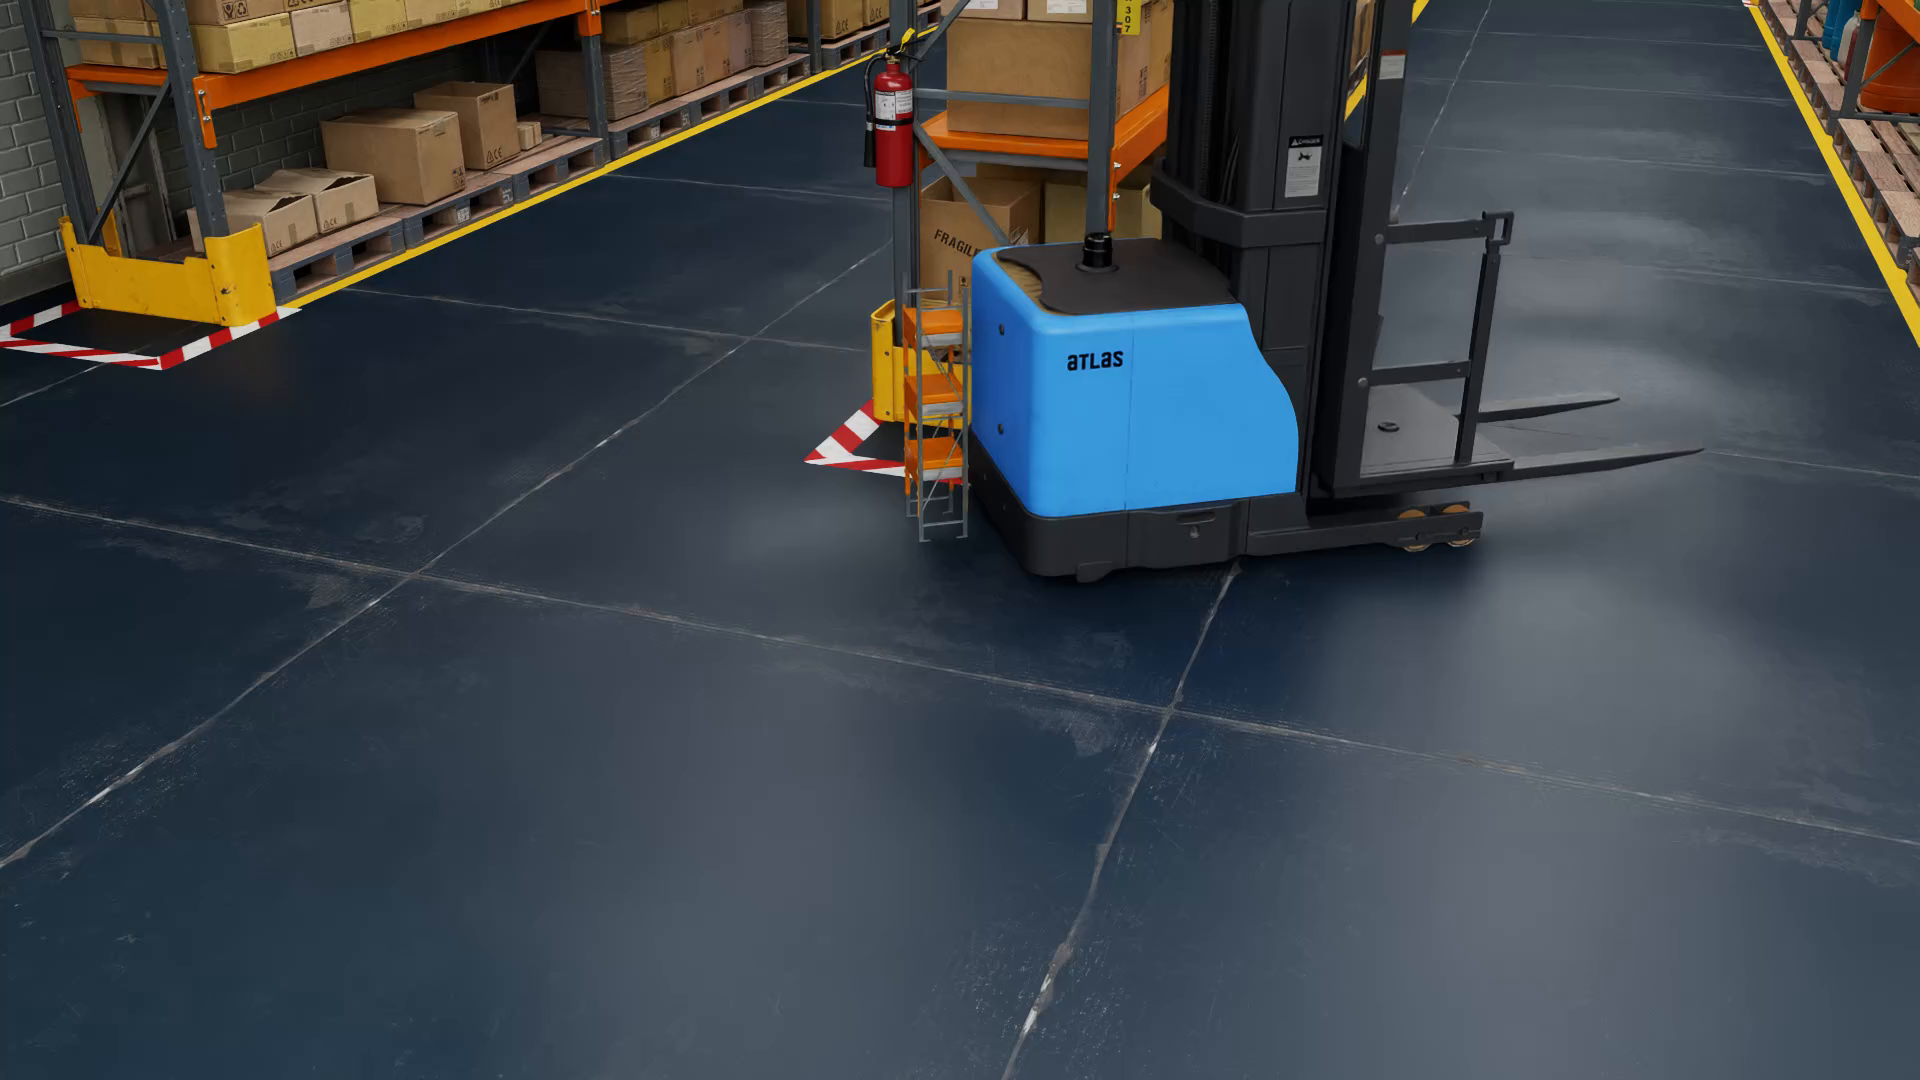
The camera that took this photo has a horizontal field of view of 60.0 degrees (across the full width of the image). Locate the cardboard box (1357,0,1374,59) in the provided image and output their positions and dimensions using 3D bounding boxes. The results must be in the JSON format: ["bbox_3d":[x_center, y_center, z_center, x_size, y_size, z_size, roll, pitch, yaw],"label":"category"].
[{"bbox_3d":[3.607,-4.854,15.696,0.500,0.500,0.500,8,27,17],"label":"cardboard box"}]

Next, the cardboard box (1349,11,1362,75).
[{"bbox_3d":[3.266,-4.432,14.826,0.500,0.500,0.500,10,28,20],"label":"cardboard box"}]

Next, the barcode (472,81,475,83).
[{"bbox_3d":[-3.564,-3.317,12.155,0.001,0.075,0.075,9,27,17],"label":"barcode"}]

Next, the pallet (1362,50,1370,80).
[{"bbox_3d":[3.537,-4.760,16.338,1.003,0.211,1.213,9,27,17],"label":"pallet"}]

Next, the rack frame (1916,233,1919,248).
[{"bbox_3d":[6.184,-2.850,9.195,1.000,3.000,0.127,9,27,17],"label":"rack frame"}]

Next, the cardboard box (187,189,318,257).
[{"bbox_3d":[-4.174,-1.902,9.817,0.500,0.311,0.500,6,26,12],"label":"cardboard box"}]

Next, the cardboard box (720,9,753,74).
[{"bbox_3d":[-2.299,-4.505,14.977,0.700,0.500,0.500,9,27,17],"label":"cardboard box"}]

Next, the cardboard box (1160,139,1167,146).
[{"bbox_3d":[1.073,-2.019,9.292,0.500,0.500,0.500,9,27,17],"label":"cardboard box"}]

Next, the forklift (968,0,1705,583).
[{"bbox_3d":[1.609,-1.487,6.459,3.031,2.935,1.130,-6,27,-13],"label":"forklift"}]

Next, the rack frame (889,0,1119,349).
[{"bbox_3d":[0.183,-1.926,7.286,1.000,3.000,0.127,9,27,17],"label":"rack frame"}]

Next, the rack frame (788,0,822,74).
[{"bbox_3d":[-1.827,-5.931,15.557,1.000,3.000,0.127,9,27,17],"label":"rack frame"}]

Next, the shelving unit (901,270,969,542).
[{"bbox_3d":[-0.098,-0.526,6.633,0.215,1.050,0.252,-6,27,-13],"label":"shelving unit"}]

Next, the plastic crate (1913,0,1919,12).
[{"bbox_3d":[6.497,-3.511,10.803,0.450,0.188,0.662,9,27,17],"label":"plastic crate"}]

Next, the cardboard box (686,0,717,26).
[{"bbox_3d":[-2.433,-4.600,14.313,0.500,0.250,0.500,9,27,17],"label":"cardboard box"}]

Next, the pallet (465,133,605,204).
[{"bbox_3d":[-3.349,-2.751,12.189,1.003,0.211,1.213,9,27,17],"label":"pallet"}]

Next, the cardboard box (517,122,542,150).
[{"bbox_3d":[-3.308,-2.985,12.220,0.380,0.166,0.250,5,26,11],"label":"cardboard box"}]

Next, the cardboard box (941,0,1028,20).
[{"bbox_3d":[0.131,-2.448,7.505,0.380,0.149,0.250,8,27,17],"label":"cardboard box"}]

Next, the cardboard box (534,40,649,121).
[{"bbox_3d":[-2.929,-3.665,13.240,0.700,0.500,0.500,10,27,19],"label":"cardboard box"}]

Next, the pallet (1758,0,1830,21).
[{"bbox_3d":[9.866,-6.193,19.299,1.003,0.211,1.213,9,27,17],"label":"pallet"}]

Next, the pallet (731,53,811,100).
[{"bbox_3d":[-2.089,-4.355,15.502,1.003,0.211,1.213,9,27,17],"label":"pallet"}]

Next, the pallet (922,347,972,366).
[{"bbox_3d":[0.398,-0.992,8.556,1.003,0.211,1.213,9,27,17],"label":"pallet"}]

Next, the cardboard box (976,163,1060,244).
[{"bbox_3d":[0.400,-1.892,9.028,0.500,0.500,0.500,9,27,17],"label":"cardboard box"}]

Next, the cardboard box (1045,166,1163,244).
[{"bbox_3d":[0.736,-1.609,8.444,0.500,0.500,0.500,9,27,17],"label":"cardboard box"}]

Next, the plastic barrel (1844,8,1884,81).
[{"bbox_3d":[8.038,-4.265,14.402,0.600,0.588,0.708,9,27,17],"label":"plastic barrel"}]

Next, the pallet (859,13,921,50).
[{"bbox_3d":[-1.086,-5.488,17.843,1.003,0.211,1.213,9,27,17],"label":"pallet"}]

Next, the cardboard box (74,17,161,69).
[{"bbox_3d":[-4.517,-2.805,9.250,0.500,0.250,0.500,9,27,18],"label":"cardboard box"}]

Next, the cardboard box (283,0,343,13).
[{"bbox_3d":[-3.873,-3.276,9.363,0.500,0.500,0.500,9,27,18],"label":"cardboard box"}]

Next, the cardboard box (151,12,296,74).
[{"bbox_3d":[-4.028,-2.739,9.114,0.500,0.250,0.500,8,27,16],"label":"cardboard box"}]

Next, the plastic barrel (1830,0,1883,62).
[{"bbox_3d":[8.413,-4.870,15.293,0.600,0.901,0.708,9,27,17],"label":"plastic barrel"}]

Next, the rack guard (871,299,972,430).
[{"bbox_3d":[0.175,-0.791,7.811,1.175,0.500,0.348,9,27,17],"label":"rack guard"}]

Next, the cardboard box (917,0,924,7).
[{"bbox_3d":[-0.883,-6.144,17.983,0.750,0.750,0.750,10,27,19],"label":"cardboard box"}]

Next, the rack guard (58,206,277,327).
[{"bbox_3d":[-4.464,-1.549,9.376,1.175,0.500,0.348,9,27,17],"label":"rack guard"}]

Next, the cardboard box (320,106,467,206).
[{"bbox_3d":[-3.693,-2.516,10.868,0.700,0.500,0.500,7,27,14],"label":"cardboard box"}]

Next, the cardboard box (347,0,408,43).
[{"bbox_3d":[-3.693,-3.163,9.990,0.500,0.250,0.500,8,27,17],"label":"cardboard box"}]

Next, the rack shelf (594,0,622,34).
[{"bbox_3d":[-2.493,-4.785,14.016,1.077,0.370,4.000,9,27,17],"label":"rack shelf"}]

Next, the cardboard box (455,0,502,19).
[{"bbox_3d":[-3.357,-3.577,10.846,0.500,0.250,0.500,9,27,17],"label":"cardboard box"}]

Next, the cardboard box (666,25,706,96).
[{"bbox_3d":[-2.597,-4.088,14.115,0.700,0.500,0.500,9,27,18],"label":"cardboard box"}]

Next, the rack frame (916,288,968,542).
[{"bbox_3d":[-0.068,-0.475,6.526,0.200,1.050,0.008,-6,27,-13],"label":"rack frame"}]

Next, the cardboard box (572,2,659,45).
[{"bbox_3d":[-2.786,-4.184,13.452,0.500,0.250,0.500,8,27,16],"label":"cardboard box"}]

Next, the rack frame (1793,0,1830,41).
[{"bbox_3d":[8.846,-6.138,15.985,1.000,3.000,0.127,9,27,17],"label":"rack frame"}]

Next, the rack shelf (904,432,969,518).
[{"bbox_3d":[-0.098,-0.267,6.758,0.215,0.259,0.240,-6,27,-13],"label":"rack shelf"}]

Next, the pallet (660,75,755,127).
[{"bbox_3d":[-2.496,-3.855,14.470,1.003,0.211,1.213,9,27,17],"label":"pallet"}]

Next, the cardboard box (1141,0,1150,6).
[{"bbox_3d":[0.686,-2.604,7.828,0.380,0.149,0.250,9,27,18],"label":"cardboard box"}]

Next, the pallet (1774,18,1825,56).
[{"bbox_3d":[9.054,-5.191,17.228,1.003,0.211,1.213,9,27,17],"label":"pallet"}]

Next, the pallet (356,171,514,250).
[{"bbox_3d":[-3.753,-2.248,11.150,1.003,0.211,1.213,9,27,17],"label":"pallet"}]

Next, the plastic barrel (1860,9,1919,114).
[{"bbox_3d":[7.662,-3.910,13.391,0.600,0.830,0.708,9,27,17],"label":"plastic barrel"}]

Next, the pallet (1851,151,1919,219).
[{"bbox_3d":[6.813,-2.427,11.519,1.003,0.211,1.213,9,27,17],"label":"pallet"}]

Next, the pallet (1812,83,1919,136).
[{"bbox_3d":[7.738,-3.569,13.879,1.003,0.211,1.213,9,27,17],"label":"pallet"}]

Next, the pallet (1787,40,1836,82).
[{"bbox_3d":[8.550,-4.572,15.950,1.003,0.211,1.213,9,27,17],"label":"pallet"}]

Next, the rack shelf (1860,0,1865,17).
[{"bbox_3d":[8.181,-4.992,14.444,1.077,0.370,4.000,9,27,17],"label":"rack shelf"}]

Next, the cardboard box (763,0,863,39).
[{"bbox_3d":[-1.459,-5.435,16.519,0.750,0.750,0.750,8,27,17],"label":"cardboard box"}]

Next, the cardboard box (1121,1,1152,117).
[{"bbox_3d":[0.521,-2.378,8.104,0.700,0.500,0.500,9,27,19],"label":"cardboard box"}]
